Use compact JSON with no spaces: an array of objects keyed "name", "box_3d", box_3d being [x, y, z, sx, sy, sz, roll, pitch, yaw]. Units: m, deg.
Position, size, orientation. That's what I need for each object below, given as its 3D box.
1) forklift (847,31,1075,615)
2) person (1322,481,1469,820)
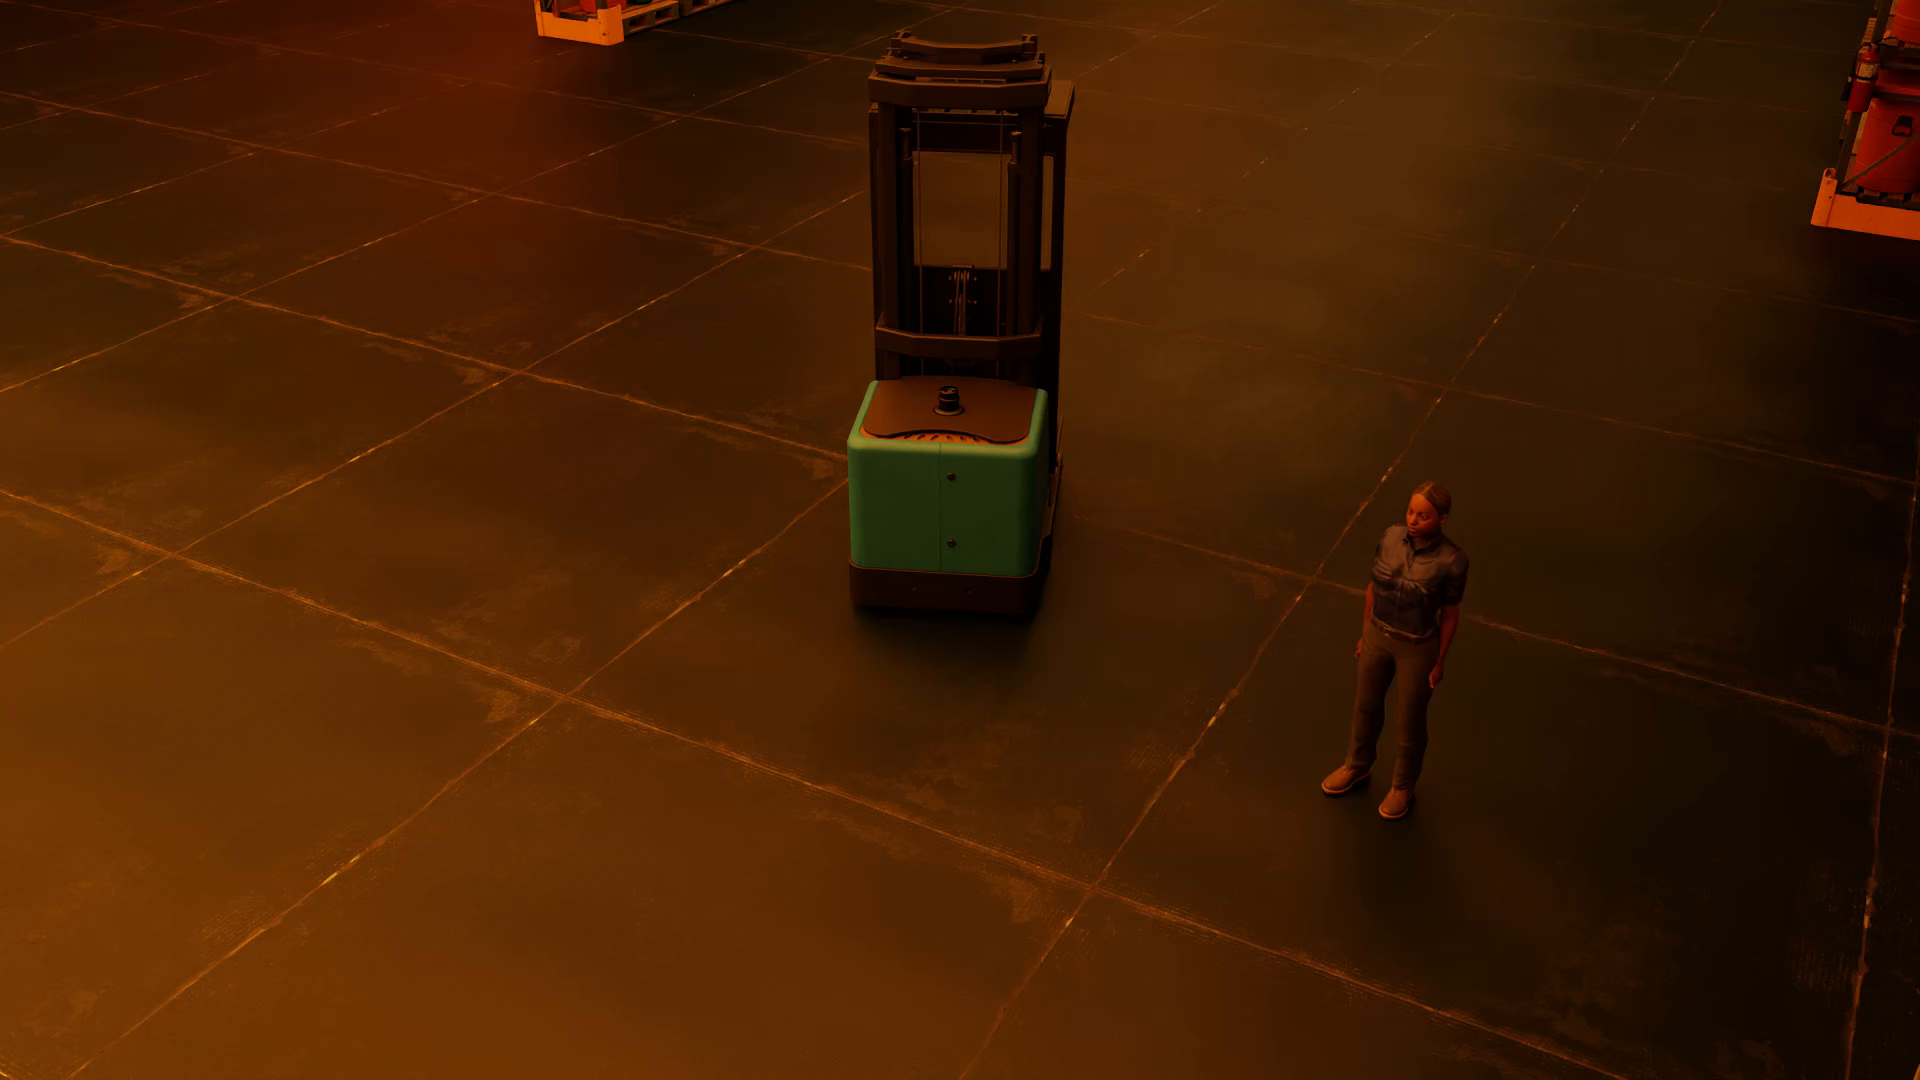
[{"name":"forklift","box_3d":[0.072,-1.572,9.794,1.130,2.935,3.031,3,30,6]},{"name":"person","box_3d":[1.980,0.489,7.503,0.449,1.659,0.339,23,37,34]}]
